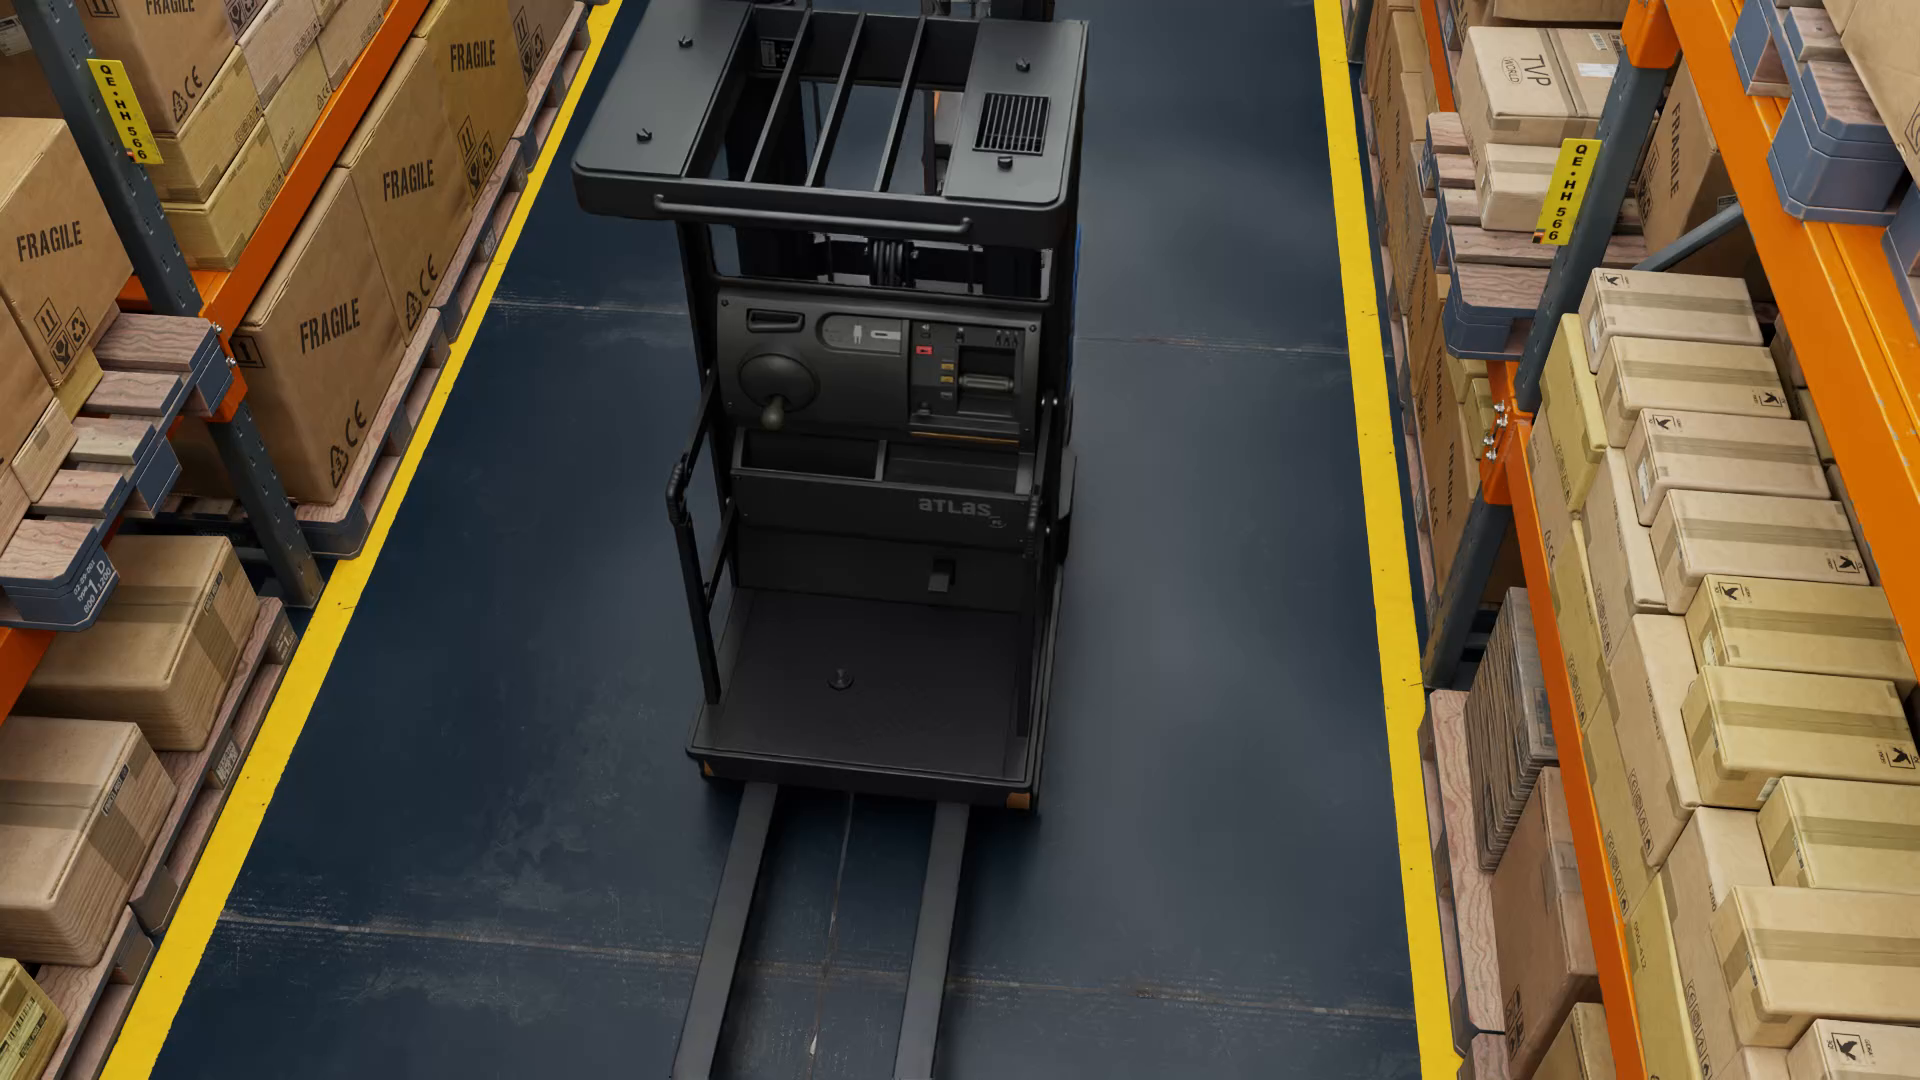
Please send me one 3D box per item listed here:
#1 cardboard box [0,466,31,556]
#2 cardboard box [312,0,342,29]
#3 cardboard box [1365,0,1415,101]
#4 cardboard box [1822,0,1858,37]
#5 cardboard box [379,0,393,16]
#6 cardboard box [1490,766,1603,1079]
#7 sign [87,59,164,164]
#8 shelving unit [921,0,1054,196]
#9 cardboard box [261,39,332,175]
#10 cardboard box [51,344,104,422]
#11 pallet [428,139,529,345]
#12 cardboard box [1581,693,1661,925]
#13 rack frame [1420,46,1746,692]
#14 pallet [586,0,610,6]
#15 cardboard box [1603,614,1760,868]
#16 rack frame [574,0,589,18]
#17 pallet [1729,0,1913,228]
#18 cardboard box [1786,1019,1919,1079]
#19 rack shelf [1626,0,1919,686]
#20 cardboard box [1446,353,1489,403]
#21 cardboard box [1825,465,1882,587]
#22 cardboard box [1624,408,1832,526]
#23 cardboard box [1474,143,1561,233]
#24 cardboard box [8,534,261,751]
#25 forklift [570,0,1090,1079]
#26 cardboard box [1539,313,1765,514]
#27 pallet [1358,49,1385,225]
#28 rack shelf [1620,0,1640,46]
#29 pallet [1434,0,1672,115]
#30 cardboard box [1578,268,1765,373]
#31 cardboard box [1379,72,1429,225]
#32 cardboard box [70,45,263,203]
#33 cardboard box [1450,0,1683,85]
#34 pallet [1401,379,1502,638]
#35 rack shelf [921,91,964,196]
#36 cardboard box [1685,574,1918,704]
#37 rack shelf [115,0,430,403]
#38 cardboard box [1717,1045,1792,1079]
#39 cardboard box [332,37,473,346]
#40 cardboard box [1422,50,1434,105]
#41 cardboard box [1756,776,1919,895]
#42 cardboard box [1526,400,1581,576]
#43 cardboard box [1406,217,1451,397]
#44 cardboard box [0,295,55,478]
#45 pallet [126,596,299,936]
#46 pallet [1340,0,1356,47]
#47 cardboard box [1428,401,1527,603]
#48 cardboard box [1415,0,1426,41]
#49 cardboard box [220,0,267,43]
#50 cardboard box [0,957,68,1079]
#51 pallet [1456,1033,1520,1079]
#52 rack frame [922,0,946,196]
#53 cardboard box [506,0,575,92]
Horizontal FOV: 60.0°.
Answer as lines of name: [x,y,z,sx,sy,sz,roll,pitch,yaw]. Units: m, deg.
cardboard box: [-2.586,-0.061,4.159,0.380,0.149,0.250,2,48,2]
cardboard box: [-2.431,-2.054,5.859,0.500,0.250,0.500,4,48,3]
cardboard box: [2.210,-2.402,7.823,0.500,0.500,0.500,6,48,5]
cardboard box: [1.805,-1.210,2.871,0.500,0.500,0.500,4,48,4]
cardboard box: [-2.410,-2.254,6.380,0.500,0.250,0.500,4,48,4]
cardboard box: [1.992,1.093,4.542,0.875,0.625,0.625,5,48,5]
sign: [-2.288,-1.170,4.556,0.100,0.325,0.005,4,48,4]
shelving unit: [0.104,-1.409,6.112,0.431,2.100,0.503,5,47,4]
cardboard box: [-2.505,-1.506,5.696,0.500,0.250,0.500,3,48,2]
cardboard box: [-2.577,-0.434,4.500,0.380,0.149,0.250,5,48,4]
pallet: [-2.569,-1.363,7.353,1.003,0.211,1.213,4,48,4]
cardboard box: [1.740,0.604,3.766,0.500,0.250,0.500,2,48,2]
rack frame: [2.114,-0.504,4.679,1.000,3.000,0.127,4,48,4]
pallet: [-2.318,-3.387,9.205,1.003,0.211,1.213,4,48,4]
cardboard box: [1.718,0.438,3.579,0.500,0.250,0.500,3,48,3]
rack frame: [-2.465,-3.775,7.670,1.000,3.000,0.127,4,48,4]
pallet: [2.141,-0.948,3.180,1.213,0.211,1.003,6,48,5]
cardboard box: [1.647,0.975,2.818,0.380,0.149,0.250,4,48,4]
rack shelf: [1.932,0.196,2.493,1.077,0.370,4.000,4,48,4]
cardboard box: [1.901,-0.604,5.740,0.380,0.149,0.250,2,48,2]
cardboard box: [2.305,0.102,3.887,0.500,0.250,0.500,4,48,4]
cardboard box: [1.771,-0.156,3.852,0.380,0.149,0.250,5,48,5]
cardboard box: [1.792,-1.070,5.081,0.380,0.149,0.250,5,48,4]
cardboard box: [-2.891,0.324,5.417,0.950,0.372,0.625,1,48,1]
forklift: [-0.260,-0.390,4.621,1.130,2.935,3.031,5,48,5]
cardboard box: [1.806,-0.315,4.268,0.500,0.250,0.500,4,48,3]
pallet: [2.442,-1.902,7.847,1.003,0.211,1.213,4,48,4]
rack shelf: [2.296,-2.744,5.181,1.077,0.370,4.000,4,48,4]
pallet: [2.287,-1.869,6.057,1.003,0.211,1.213,4,48,4]
cardboard box: [1.792,-0.543,4.206,0.380,0.149,0.250,5,48,5]
cardboard box: [2.122,-1.643,7.129,0.500,0.500,0.500,3,48,2]
cardboard box: [-2.537,-1.309,5.178,0.500,0.250,0.500,4,48,3]
cardboard box: [2.079,-1.893,5.594,0.797,0.503,0.637,3,48,3]
pallet: [2.220,-0.109,6.207,1.003,0.211,1.213,4,48,4]
rack shelf: [0.104,-1.400,6.122,0.431,0.518,0.480,5,47,4]
cardboard box: [1.766,0.224,3.505,0.380,0.149,0.250,4,48,4]
rack shelf: [-2.647,-2.062,6.591,1.077,0.370,4.000,4,48,4]
cardboard box: [1.632,1.185,2.896,0.500,0.250,0.500,5,48,4]
cardboard box: [-2.598,-1.417,6.669,0.875,0.875,0.875,4,48,4]
cardboard box: [2.149,-1.934,6.955,0.380,0.149,0.250,4,48,3]
cardboard box: [1.757,0.604,3.157,0.380,0.149,0.250,4,48,4]
cardboard box: [1.830,-0.144,4.451,0.500,0.250,0.500,4,48,4]
cardboard box: [2.040,-0.880,6.431,0.500,0.500,0.500,6,48,5]
cardboard box: [-2.630,-0.378,4.009,0.500,0.500,0.500,3,48,3]
pallet: [-2.902,0.680,5.485,1.003,0.211,1.213,4,48,4]
pallet: [2.542,-3.007,8.858,1.003,0.211,1.213,4,48,4]
cardboard box: [1.939,-0.128,5.743,0.500,0.500,0.500,5,48,5]
cardboard box: [2.221,-2.317,7.306,0.380,0.149,0.250,2,48,2]
cardboard box: [-2.505,-1.918,5.226,0.500,0.500,0.500,4,48,4]
cardboard box: [-3.025,1.424,4.411,0.950,0.372,0.625,5,48,5]
pallet: [1.886,1.933,4.339,1.003,0.211,1.213,4,48,4]
rack frame: [0.077,-1.232,5.947,0.400,2.100,0.015,5,47,4]
cardboard box: [-2.442,-2.738,7.877,0.875,0.875,0.875,5,48,5]
